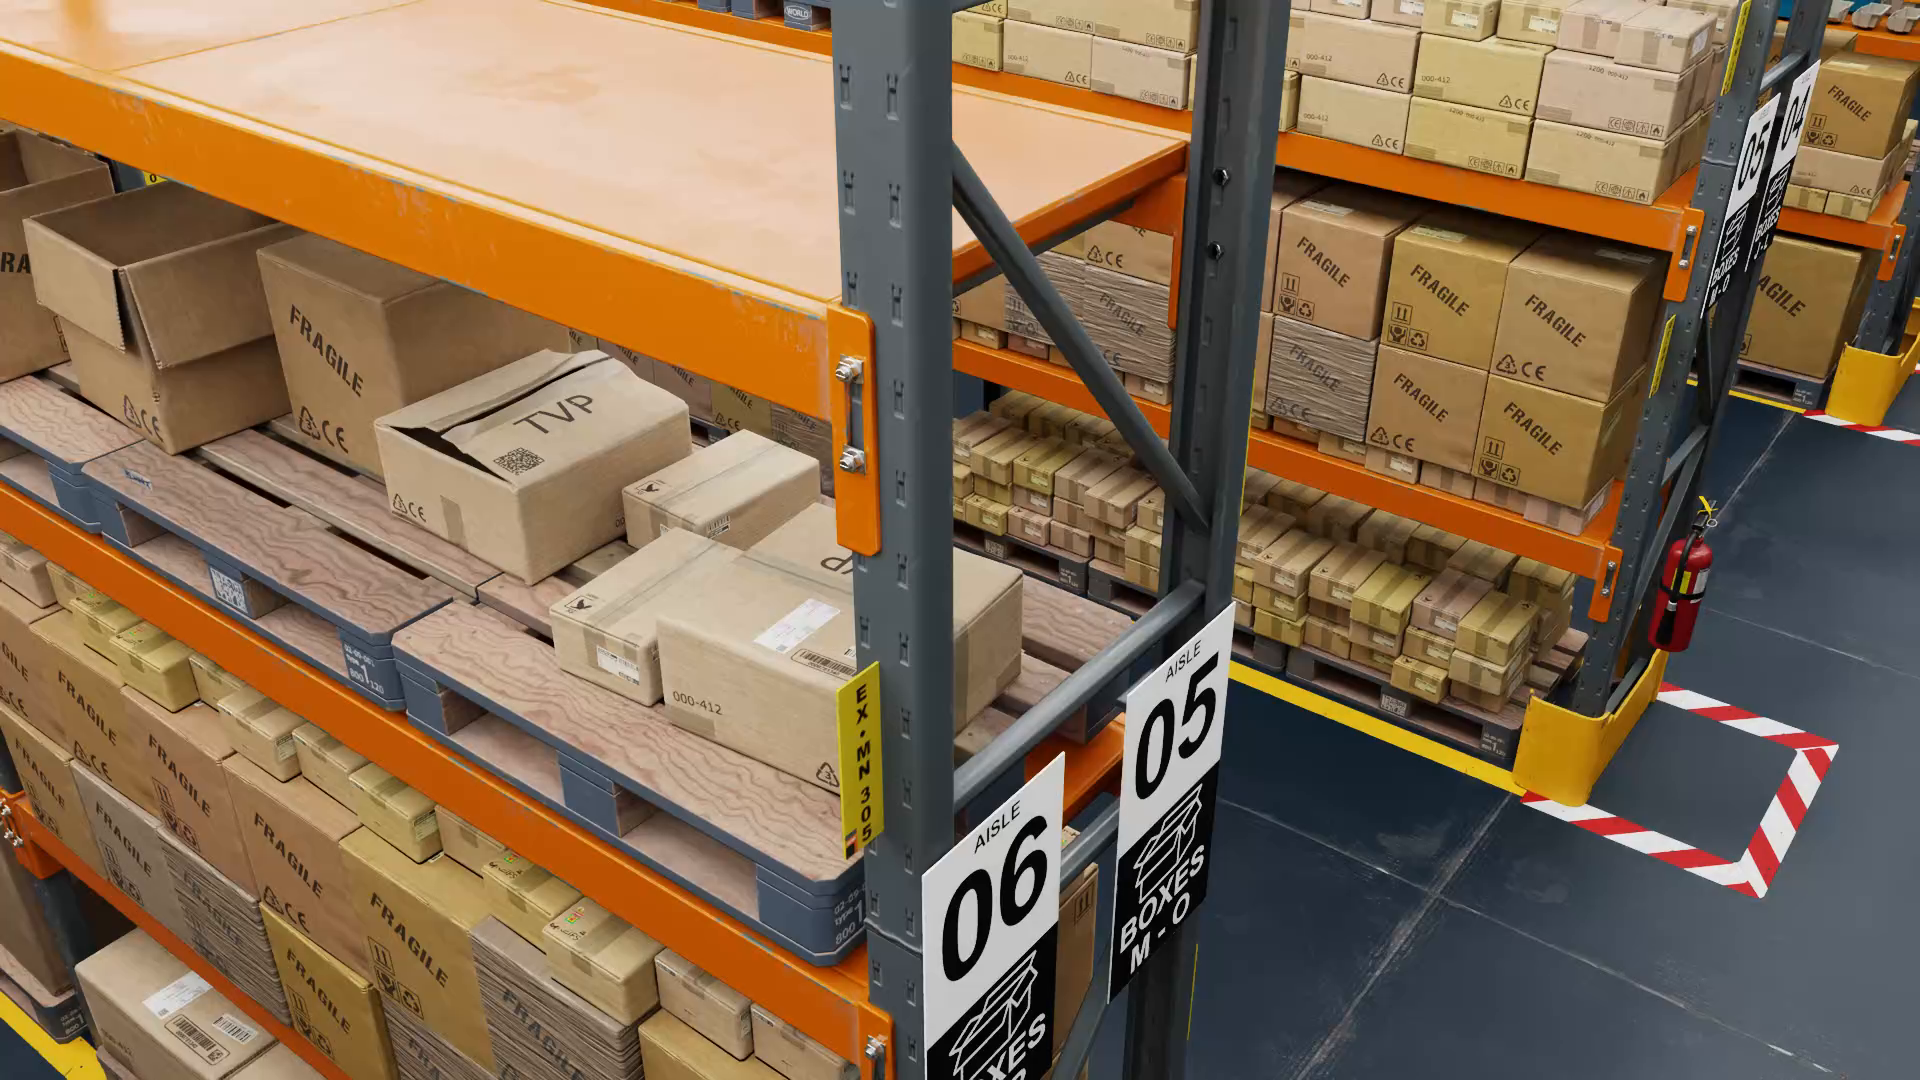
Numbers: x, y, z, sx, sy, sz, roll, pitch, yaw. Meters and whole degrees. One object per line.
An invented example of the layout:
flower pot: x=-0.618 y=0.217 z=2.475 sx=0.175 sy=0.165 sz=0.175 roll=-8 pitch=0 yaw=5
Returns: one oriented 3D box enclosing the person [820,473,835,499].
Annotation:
person: x=-0.491 y=0.251 z=7.895 sx=0.492 sy=1.438 sz=0.576 roll=22 pitch=37 yaw=32
